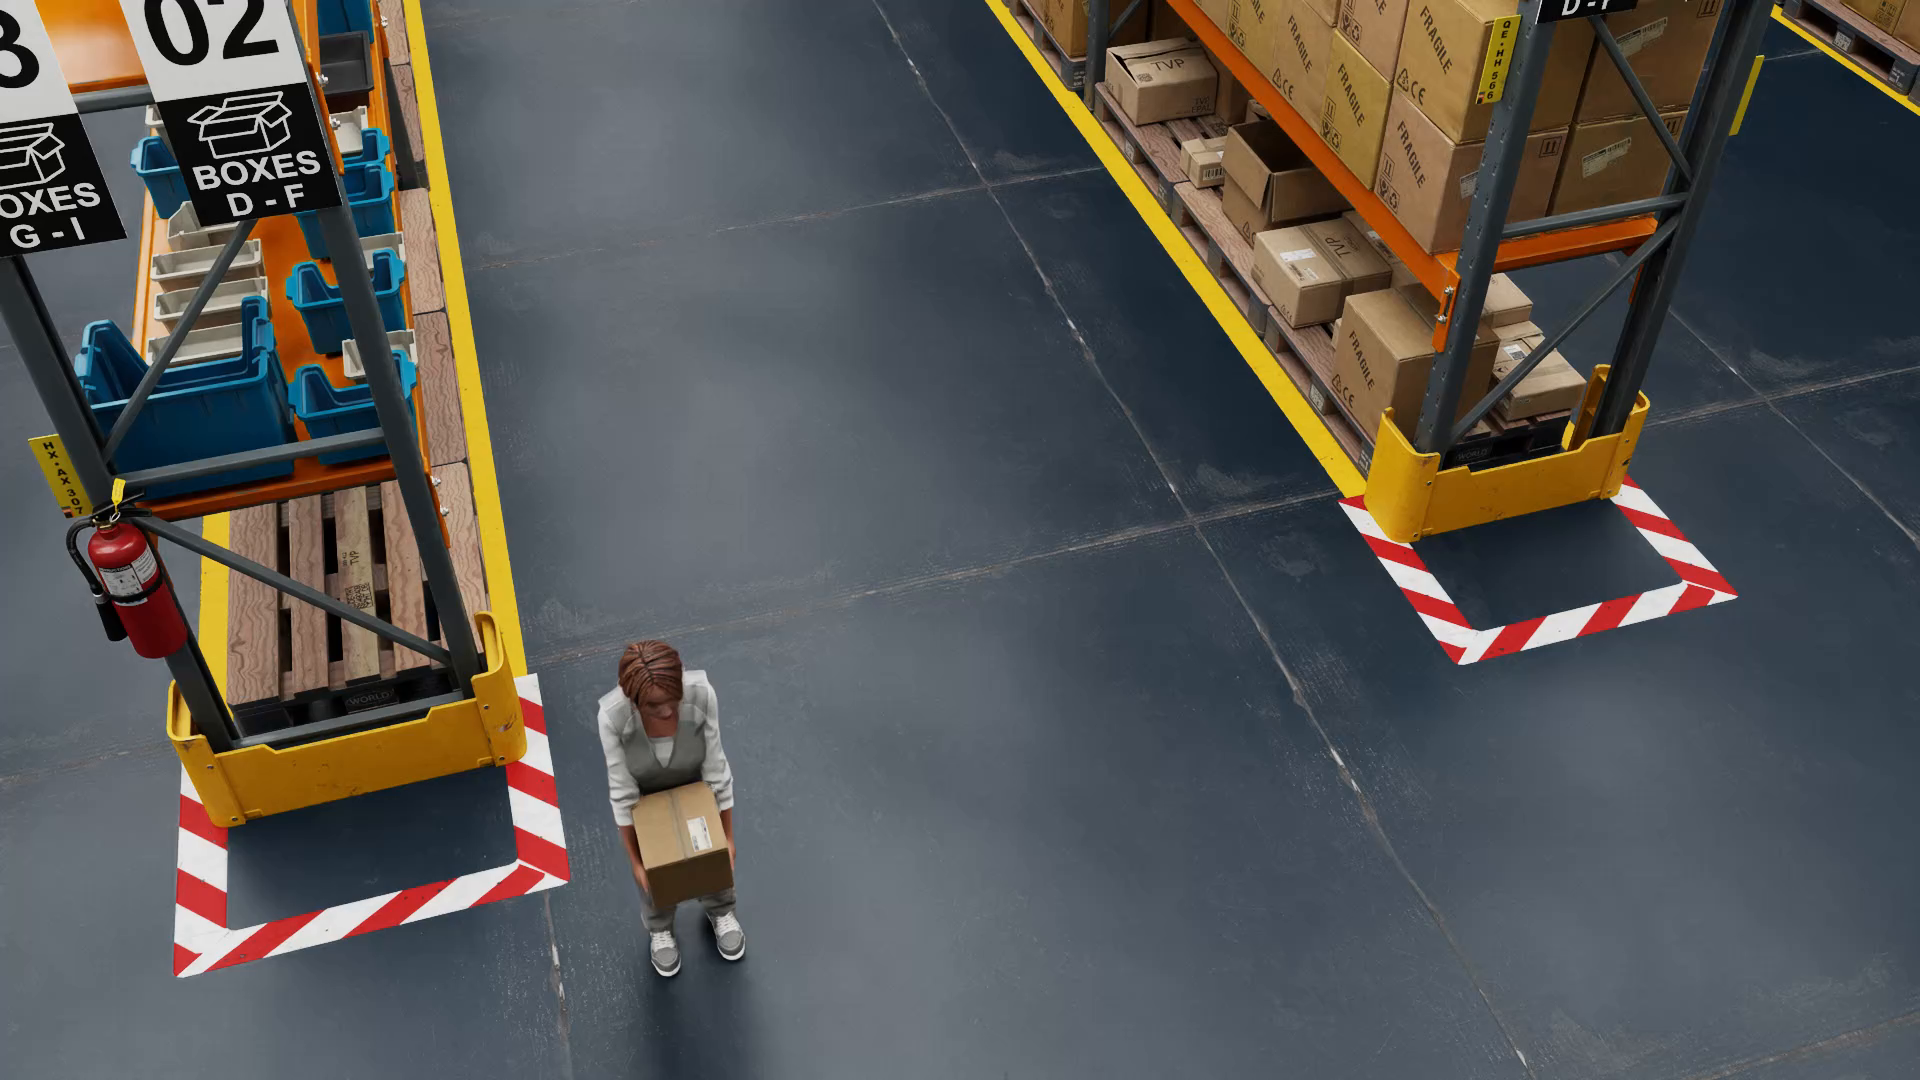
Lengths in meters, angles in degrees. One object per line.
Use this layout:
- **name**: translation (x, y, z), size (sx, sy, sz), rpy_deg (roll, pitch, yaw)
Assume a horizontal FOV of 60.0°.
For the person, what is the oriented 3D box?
- **person**: translation (-0.903, 0.863, 5.258), size (0.374, 1.576, 0.527), rpy_deg (-13, 44, -13)
